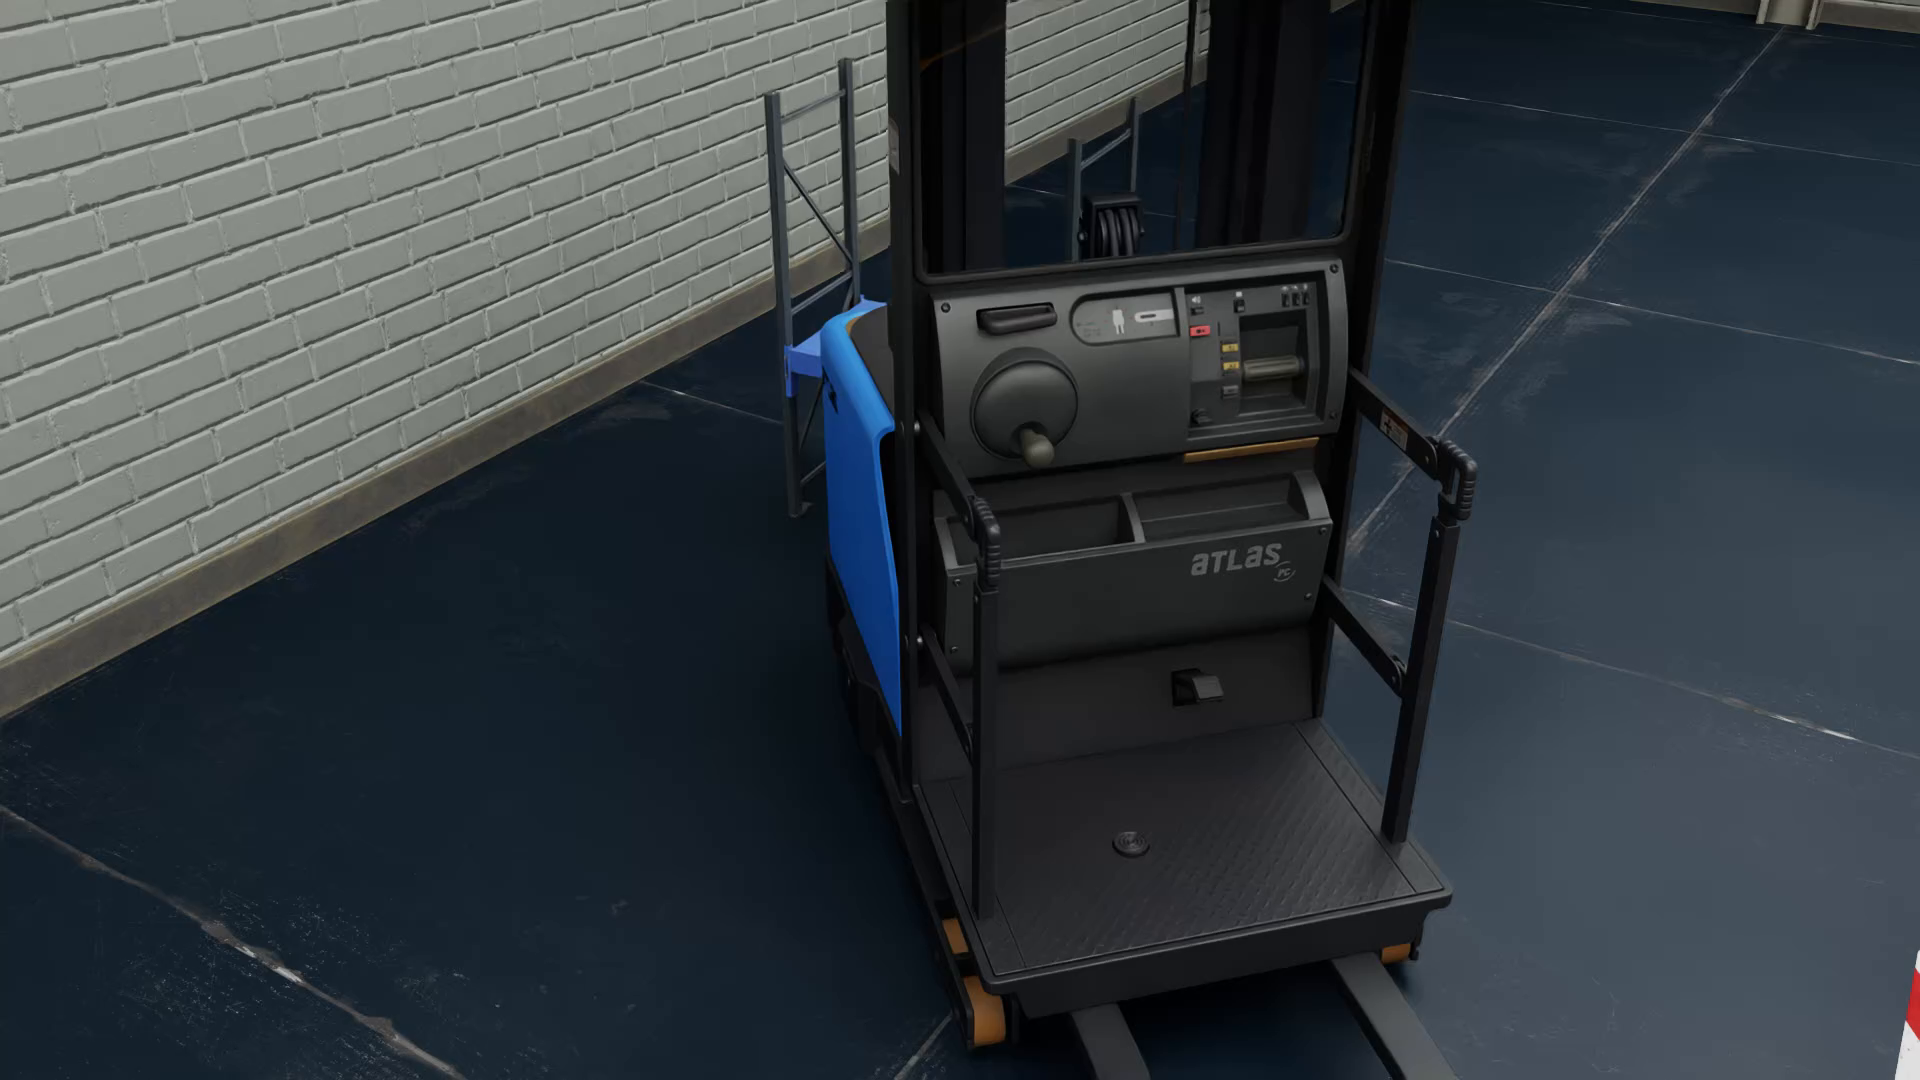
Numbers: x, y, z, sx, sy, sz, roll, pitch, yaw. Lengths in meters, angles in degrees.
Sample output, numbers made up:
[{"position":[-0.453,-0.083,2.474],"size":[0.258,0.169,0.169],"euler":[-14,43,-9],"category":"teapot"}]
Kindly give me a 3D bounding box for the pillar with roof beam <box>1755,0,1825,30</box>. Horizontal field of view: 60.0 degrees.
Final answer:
[{"position":[3.847,-5.889,6.914],"size":[0.400,9.000,9.100],"euler":[18,35,27],"category":"pillar with roof beam"}]

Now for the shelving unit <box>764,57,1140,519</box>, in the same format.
[{"position":[-0.026,-0.724,5.503],"size":[1.048,1.500,0.538],"euler":[14,33,23],"category":"shelving unit"}]

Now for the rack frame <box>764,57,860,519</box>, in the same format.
[{"position":[-0.481,-0.839,5.700],"size":[0.032,1.500,0.500],"euler":[14,33,23],"category":"rack frame"}]

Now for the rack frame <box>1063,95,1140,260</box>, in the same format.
[{"position":[0.428,-0.610,5.307],"size":[0.032,1.500,0.500],"euler":[14,33,23],"category":"rack frame"}]

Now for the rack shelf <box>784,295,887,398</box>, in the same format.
[{"position":[-0.026,-0.569,5.594],"size":[1.000,0.185,0.538],"euler":[14,33,23],"category":"rack shelf"}]

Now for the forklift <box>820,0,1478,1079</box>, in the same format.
[{"position":[0.459,-0.334,3.414],"size":[1.130,2.935,3.031],"euler":[-8,31,-13],"category":"forklift"}]
